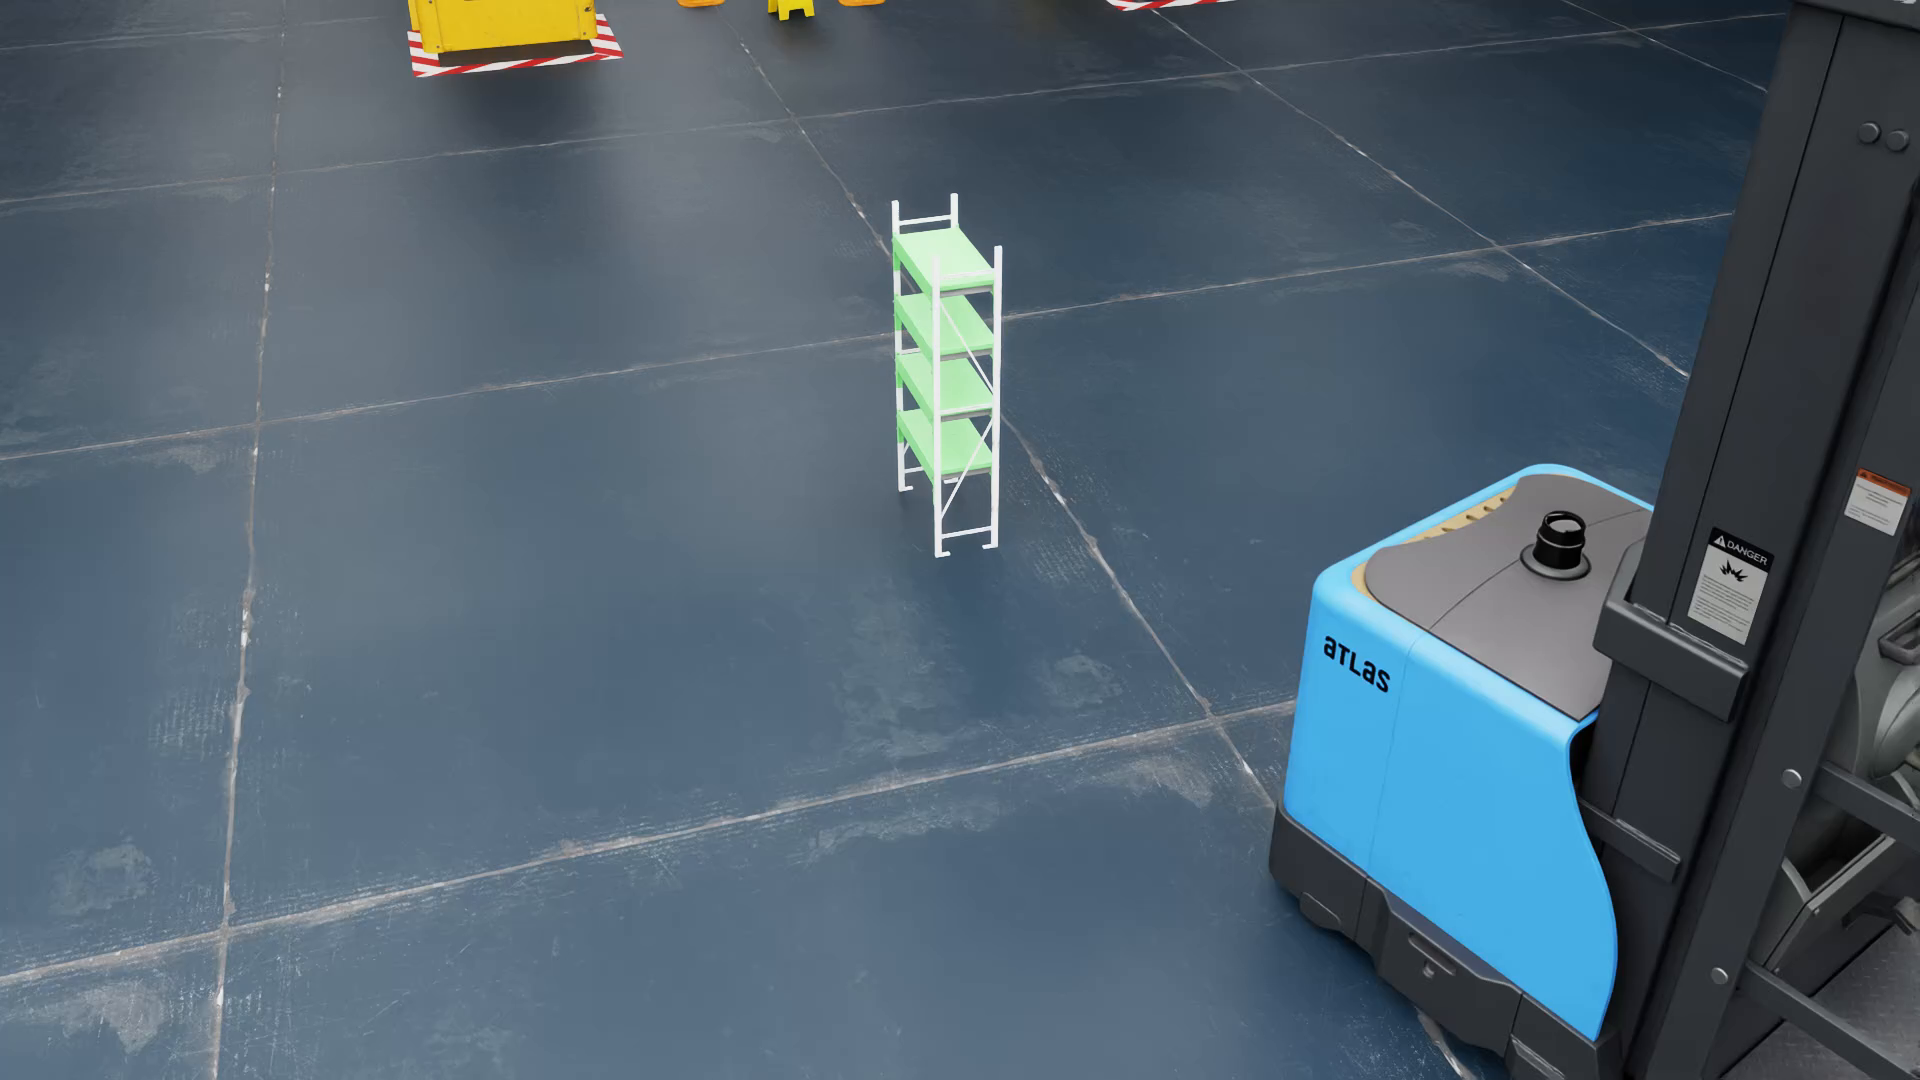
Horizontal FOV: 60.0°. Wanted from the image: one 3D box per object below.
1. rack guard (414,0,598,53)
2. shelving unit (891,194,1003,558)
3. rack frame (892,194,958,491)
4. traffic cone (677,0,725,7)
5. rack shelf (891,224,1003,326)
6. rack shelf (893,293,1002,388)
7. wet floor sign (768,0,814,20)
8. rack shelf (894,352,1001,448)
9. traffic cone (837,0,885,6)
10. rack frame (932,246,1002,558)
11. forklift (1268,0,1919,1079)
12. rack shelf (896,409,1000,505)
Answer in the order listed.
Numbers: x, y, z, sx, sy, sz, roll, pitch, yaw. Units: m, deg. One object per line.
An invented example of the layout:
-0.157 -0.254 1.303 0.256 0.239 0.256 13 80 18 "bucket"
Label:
-3.105 -3.670 11.351 1.175 0.500 0.348 -10 35 -15 "rack guard"
-0.050 -0.587 6.051 0.258 1.200 0.503 -10 35 -15 "shelving unit"
-0.125 -0.716 6.245 0.240 1.200 0.015 -10 35 -15 "rack frame"
-1.922 -4.185 12.163 0.336 0.463 0.334 -10 35 -15 "traffic cone"
-0.050 -0.935 5.821 0.258 0.148 0.480 -10 35 -15 "rack shelf"
-0.050 -0.734 5.954 0.258 0.148 0.480 -10 35 -15 "rack shelf"
-1.218 -4.061 11.811 0.267 0.644 0.232 -16 37 -23 "wet floor sign"
-0.050 -0.534 6.086 0.258 0.148 0.480 -10 35 -15 "rack shelf"
-0.742 -4.196 12.181 0.336 0.463 0.334 -10 35 -15 "traffic cone"
0.024 -0.459 5.857 0.240 1.200 0.015 -10 35 -15 "rack frame"
2.169 0.242 3.224 1.130 2.935 3.031 -23 40 -30 "forklift"
-0.050 -0.334 6.218 0.258 0.148 0.480 -10 35 -15 "rack shelf"
